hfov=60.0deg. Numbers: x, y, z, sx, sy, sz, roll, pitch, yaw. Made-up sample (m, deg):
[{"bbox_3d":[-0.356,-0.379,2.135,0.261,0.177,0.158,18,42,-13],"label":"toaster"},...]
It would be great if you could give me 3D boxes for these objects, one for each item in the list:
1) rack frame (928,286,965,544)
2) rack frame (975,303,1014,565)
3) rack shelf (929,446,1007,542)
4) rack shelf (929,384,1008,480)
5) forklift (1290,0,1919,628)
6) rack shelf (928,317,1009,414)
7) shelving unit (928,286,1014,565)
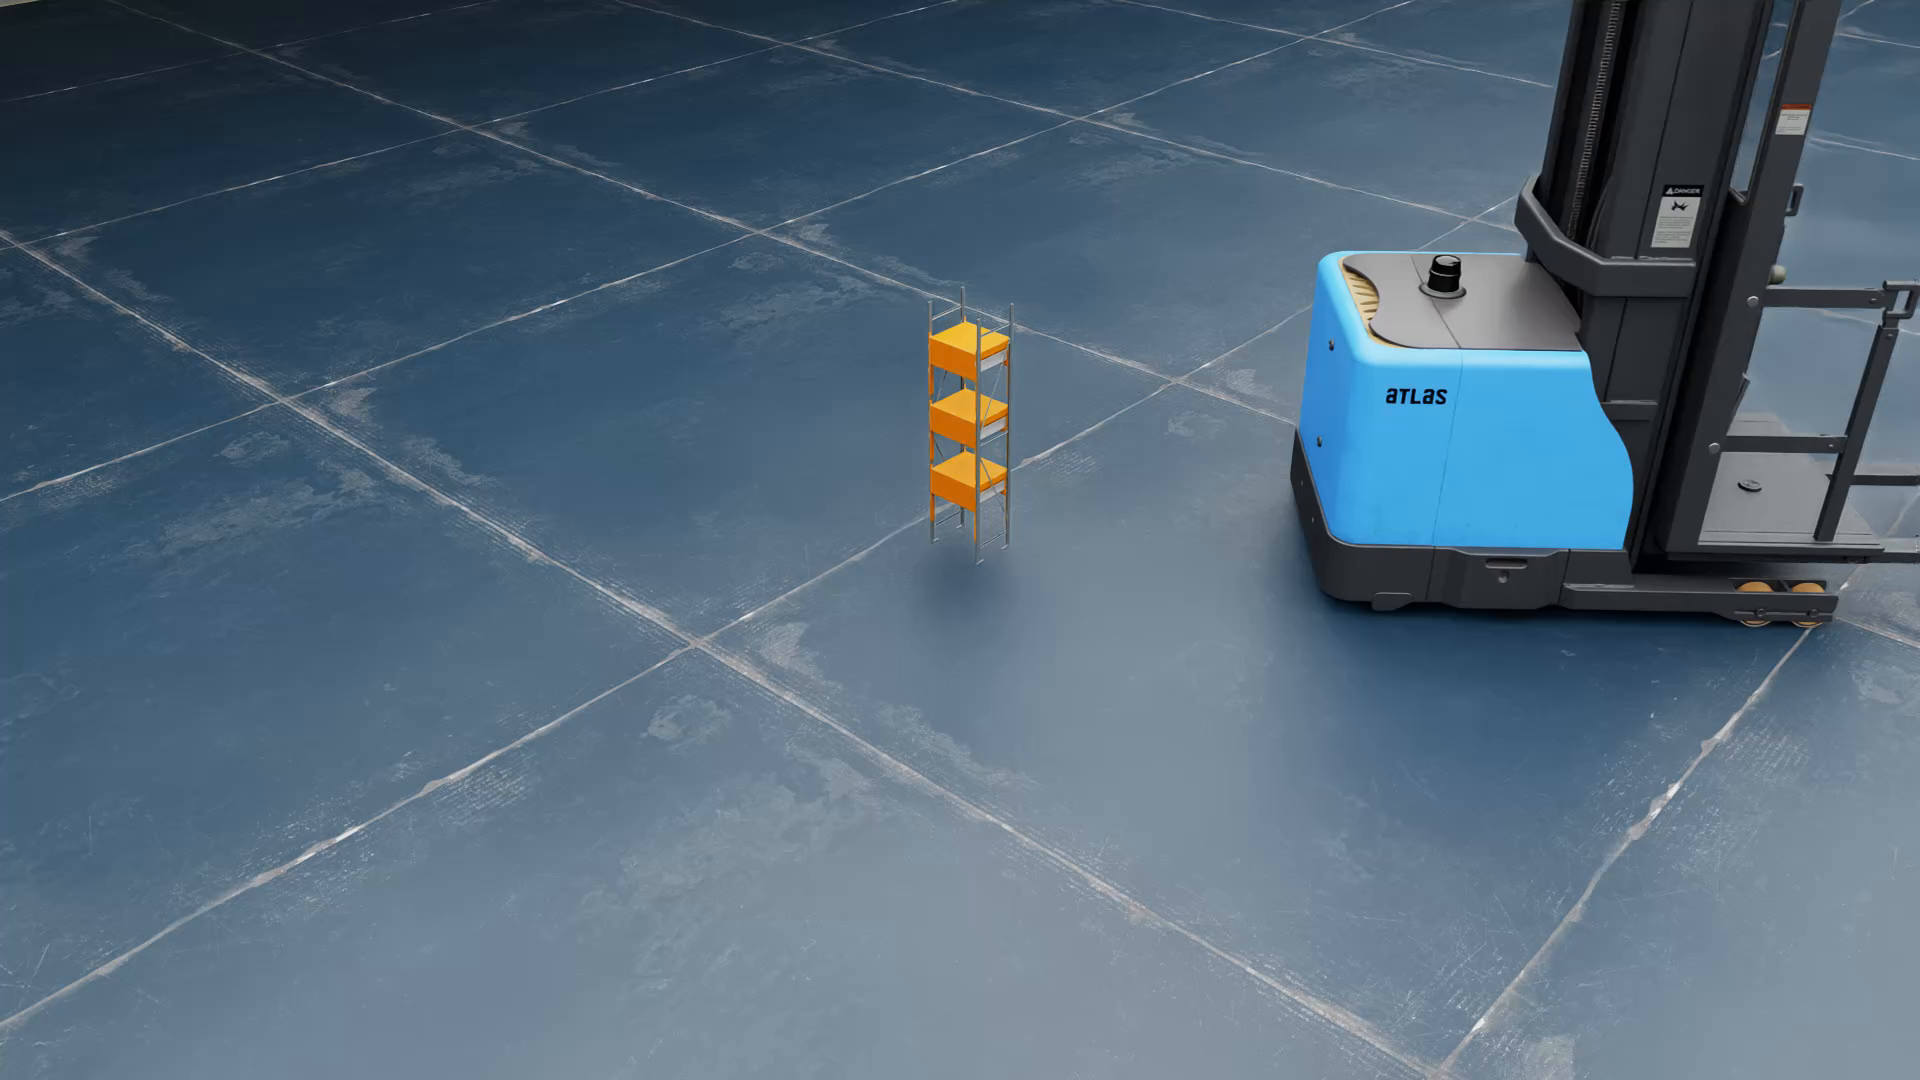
[{"bbox_3d":[-0.051,-0.473,6.519,0.008,1.050,0.200,25,39,35],"label":"rack frame"},{"bbox_3d":[0.130,-0.389,6.378,0.008,1.050,0.200,25,39,35],"label":"rack frame"},{"bbox_3d":[0.040,-0.184,6.597,0.240,0.259,0.215,25,39,35],"label":"rack shelf"},{"bbox_3d":[0.040,-0.422,6.454,0.240,0.259,0.215,25,39,35],"label":"rack shelf"},{"bbox_3d":[2.896,-1.209,5.916,3.031,2.935,1.130,1,31,2],"label":"forklift"},{"bbox_3d":[0.040,-0.665,6.308,0.240,0.259,0.215,25,39,35],"label":"rack shelf"},{"bbox_3d":[0.040,-0.431,6.448,0.252,1.050,0.215,25,39,35],"label":"shelving unit"}]
